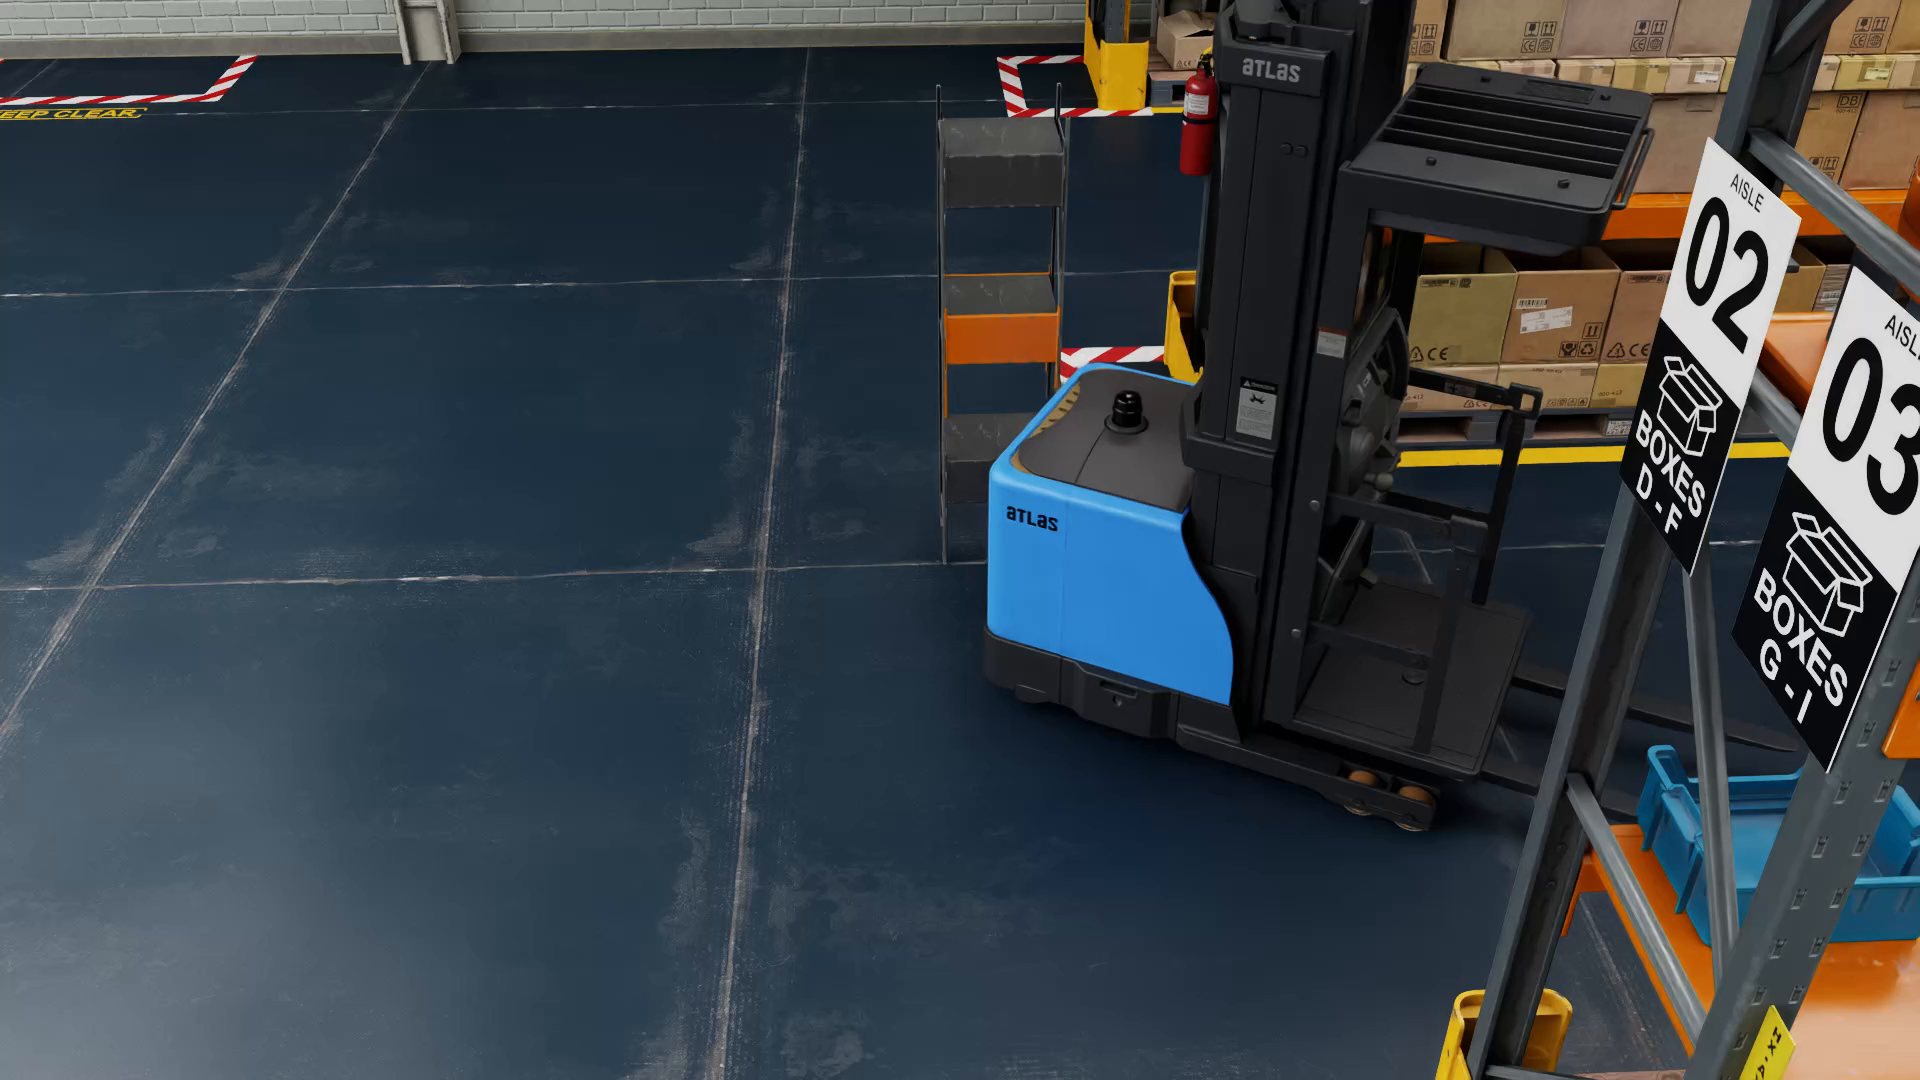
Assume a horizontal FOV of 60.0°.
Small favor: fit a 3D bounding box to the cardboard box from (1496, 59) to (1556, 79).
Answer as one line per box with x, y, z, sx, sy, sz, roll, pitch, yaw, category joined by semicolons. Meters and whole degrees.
2.513;-2.157;7.573;0.250;0.149;0.380;-2;35;-3;cardboard box

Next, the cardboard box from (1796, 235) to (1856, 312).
4.388;-1.255;8.316;0.500;0.500;0.500;-2;35;-2;cardboard box

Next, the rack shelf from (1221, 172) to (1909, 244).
3.343;-1.699;8.201;4.000;0.370;1.077;-2;35;-2;rack shelf

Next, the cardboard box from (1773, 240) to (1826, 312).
3.889;-1.240;8.294;0.500;0.500;0.500;-2;35;-2;cardboard box

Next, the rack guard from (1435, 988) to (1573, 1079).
1.650;1.874;4.603;0.348;0.500;1.175;-2;35;-2;rack guard

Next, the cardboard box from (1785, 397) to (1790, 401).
4.388;-0.946;8.528;0.500;0.250;0.500;-2;35;-2;cardboard box

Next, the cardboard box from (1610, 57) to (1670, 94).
3.034;-2.173;7.596;0.250;0.149;0.380;-2;35;-3;cardboard box

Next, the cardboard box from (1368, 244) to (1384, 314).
1.867;-1.475;8.633;0.500;0.500;0.500;-2;35;-2;cardboard box

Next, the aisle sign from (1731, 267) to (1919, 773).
1.518;-0.026;2.867;0.004;0.787;0.394;-2;35;-2;aisle sign

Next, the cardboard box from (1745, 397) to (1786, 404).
3.890;-0.924;8.497;0.500;0.250;0.500;-2;35;-2;cardboard box

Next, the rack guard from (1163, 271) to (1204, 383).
1.322;-0.912;8.629;0.348;0.500;1.175;-2;35;-2;rack guard

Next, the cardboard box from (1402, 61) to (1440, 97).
2.011;-2.146;7.556;0.250;0.149;0.380;-2;35;-3;cardboard box

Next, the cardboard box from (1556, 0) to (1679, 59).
2.894;-2.553;7.576;0.500;0.500;0.700;-1;35;-2;cardboard box

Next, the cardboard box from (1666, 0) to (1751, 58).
3.394;-2.567;7.596;0.500;0.500;0.700;-2;35;-2;cardboard box

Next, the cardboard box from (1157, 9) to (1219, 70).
1.803;-3.799;12.580;0.500;0.311;0.500;-5;35;-8;cardboard box

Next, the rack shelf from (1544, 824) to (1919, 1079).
3.574;1.117;4.133;4.000;0.370;1.077;-2;35;-2;rack shelf

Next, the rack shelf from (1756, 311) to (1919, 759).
3.574;-0.117;3.279;4.000;0.370;1.077;-2;35;-2;rack shelf

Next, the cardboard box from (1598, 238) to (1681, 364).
3.390;-1.218;8.263;0.500;0.500;0.500;-2;35;-2;cardboard box

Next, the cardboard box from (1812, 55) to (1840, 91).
3.811;-2.194;7.627;0.250;0.149;0.380;-1;35;-1;cardboard box

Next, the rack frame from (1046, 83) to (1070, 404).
0.409;-0.874;7.168;0.015;2.100;0.400;-2;35;-2;rack frame

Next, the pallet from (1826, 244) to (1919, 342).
2.407;-0.248;3.002;1.213;0.211;1.003;-2;35;-2;pallet

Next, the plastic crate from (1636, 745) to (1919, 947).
2.062;0.752;4.158;0.616;0.251;0.499;-2;35;-2;plastic crate

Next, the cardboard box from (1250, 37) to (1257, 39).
2.372;-3.815;12.602;0.500;0.311;0.500;1;35;2;cardboard box

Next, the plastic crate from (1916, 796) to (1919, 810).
2.711;0.738;4.178;0.408;0.251;0.499;-2;35;-2;plastic crate

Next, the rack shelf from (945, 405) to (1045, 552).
0.165;-0.281;7.565;0.480;0.518;0.431;-2;35;-2;rack shelf

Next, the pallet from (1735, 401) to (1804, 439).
4.545;-0.904;8.871;1.213;0.211;1.003;-2;35;-2;pallet

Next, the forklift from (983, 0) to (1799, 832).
1.396;-0.604;6.047;3.695;2.935;1.333;16;38;21;forklift

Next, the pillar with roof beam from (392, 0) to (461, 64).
-4.024;-5.125;7.248;0.400;9.000;9.100;-2;35;-2;pillar with roof beam

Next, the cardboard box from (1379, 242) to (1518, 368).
2.391;-1.194;8.227;0.500;0.500;0.500;-2;35;-2;cardboard box

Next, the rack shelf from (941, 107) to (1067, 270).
0.165;-1.432;6.768;0.480;0.518;0.431;-2;35;-2;rack shelf

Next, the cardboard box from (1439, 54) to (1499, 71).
2.260;-2.151;7.565;0.250;0.149;0.380;-1;35;-2;cardboard box

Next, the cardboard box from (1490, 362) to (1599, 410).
2.890;-0.900;8.461;0.500;0.250;0.500;-2;35;-2;cardboard box

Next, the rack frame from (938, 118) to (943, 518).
-0.078;-0.861;7.148;0.006;1.831;0.380;-2;35;-2;rack frame

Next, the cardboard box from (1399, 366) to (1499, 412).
2.391;-0.886;8.442;0.500;0.250;0.500;-2;35;-2;cardboard box

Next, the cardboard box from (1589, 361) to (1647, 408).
3.390;-0.910;8.477;0.500;0.250;0.500;-2;35;-2;cardboard box

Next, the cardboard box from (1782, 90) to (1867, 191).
3.870;-2.045;7.981;0.500;0.500;0.700;-1;35;-2;cardboard box

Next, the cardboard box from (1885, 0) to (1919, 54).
4.393;-2.593;7.633;0.500;0.500;0.700;-2;35;-2;cardboard box

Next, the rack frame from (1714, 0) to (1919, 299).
1.576;-1.592;2.143;0.127;3.000;1.000;-2;35;-2;rack frame

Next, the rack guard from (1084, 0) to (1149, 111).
1.183;-3.731;12.702;0.348;0.500;1.175;-2;35;-2;rack guard

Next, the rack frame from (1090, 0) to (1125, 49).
1.107;-4.757;11.987;0.127;3.000;1.000;-2;35;-2;rack frame

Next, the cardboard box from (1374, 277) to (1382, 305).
2.366;-1.186;8.874;0.500;0.250;0.500;-2;35;-2;cardboard box

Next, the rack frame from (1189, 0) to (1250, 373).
1.346;-1.941;7.919;0.127;3.000;1.000;-2;35;-2;rack frame

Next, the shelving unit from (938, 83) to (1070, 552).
0.168;-0.868;7.159;0.499;2.100;0.431;-2;35;-2;shelving unit

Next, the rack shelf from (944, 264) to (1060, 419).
0.165;-0.857;7.167;0.480;0.518;0.431;-2;35;-2;rack shelf

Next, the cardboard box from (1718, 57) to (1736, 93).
3.546;-2.185;7.614;0.250;0.149;0.380;0;35;-1;cardboard box

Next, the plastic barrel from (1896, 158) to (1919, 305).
2.056;-0.793;2.878;0.708;0.830;0.600;-2;35;-2;plastic barrel

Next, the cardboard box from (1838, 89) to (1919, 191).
4.372;-2.056;7.998;0.500;0.500;0.700;-2;35;-3;cardboard box

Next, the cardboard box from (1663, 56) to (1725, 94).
3.283;-2.178;7.603;0.250;0.149;0.380;-1;35;-2;cardboard box

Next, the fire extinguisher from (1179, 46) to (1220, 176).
1.205;-2.170;8.318;0.183;0.674;0.296;-2;35;-2;fire extinguisher

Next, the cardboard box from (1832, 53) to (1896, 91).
4.063;-2.201;7.637;0.250;0.149;0.380;-2;35;-2;cardboard box

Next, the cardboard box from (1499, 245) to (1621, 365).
2.890;-1.215;8.257;0.500;0.500;0.500;-2;35;-2;cardboard box

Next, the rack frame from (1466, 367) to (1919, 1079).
1.576;0.875;3.850;0.127;3.000;1.000;-2;35;-2;rack frame

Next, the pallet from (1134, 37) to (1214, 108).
1.996;-3.614;12.786;1.213;0.211;1.003;-2;35;-2;pallet
